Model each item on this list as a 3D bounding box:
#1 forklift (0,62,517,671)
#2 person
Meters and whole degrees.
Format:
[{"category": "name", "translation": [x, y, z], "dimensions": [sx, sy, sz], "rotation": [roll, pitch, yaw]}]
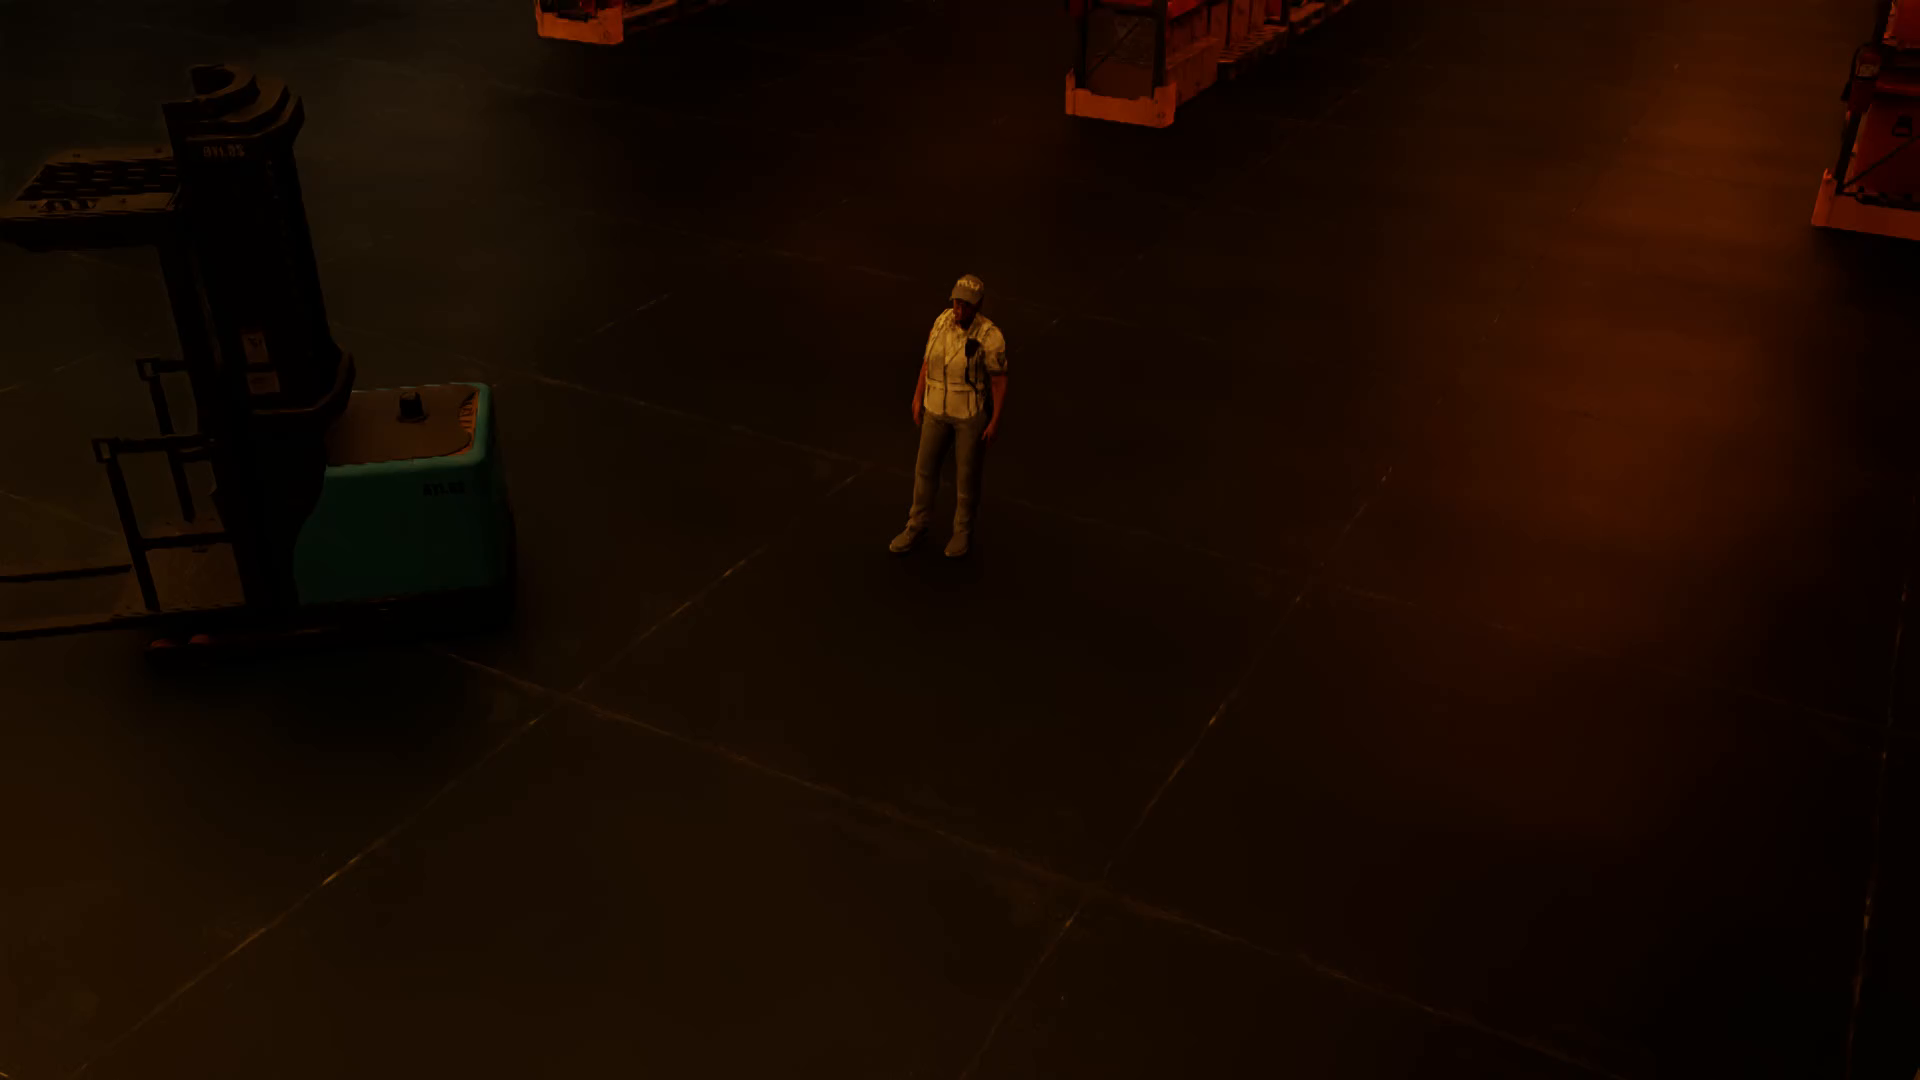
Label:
[{"category": "forklift", "translation": [-4.037, -0.867, 8.572], "dimensions": [3.031, 2.935, 1.130], "rotation": [-6, 30, -10]}, {"category": "person", "translation": [-0.057, -0.700, 9.534], "dimensions": [0.598, 1.669, 0.529], "rotation": [15, 33, 25]}]
